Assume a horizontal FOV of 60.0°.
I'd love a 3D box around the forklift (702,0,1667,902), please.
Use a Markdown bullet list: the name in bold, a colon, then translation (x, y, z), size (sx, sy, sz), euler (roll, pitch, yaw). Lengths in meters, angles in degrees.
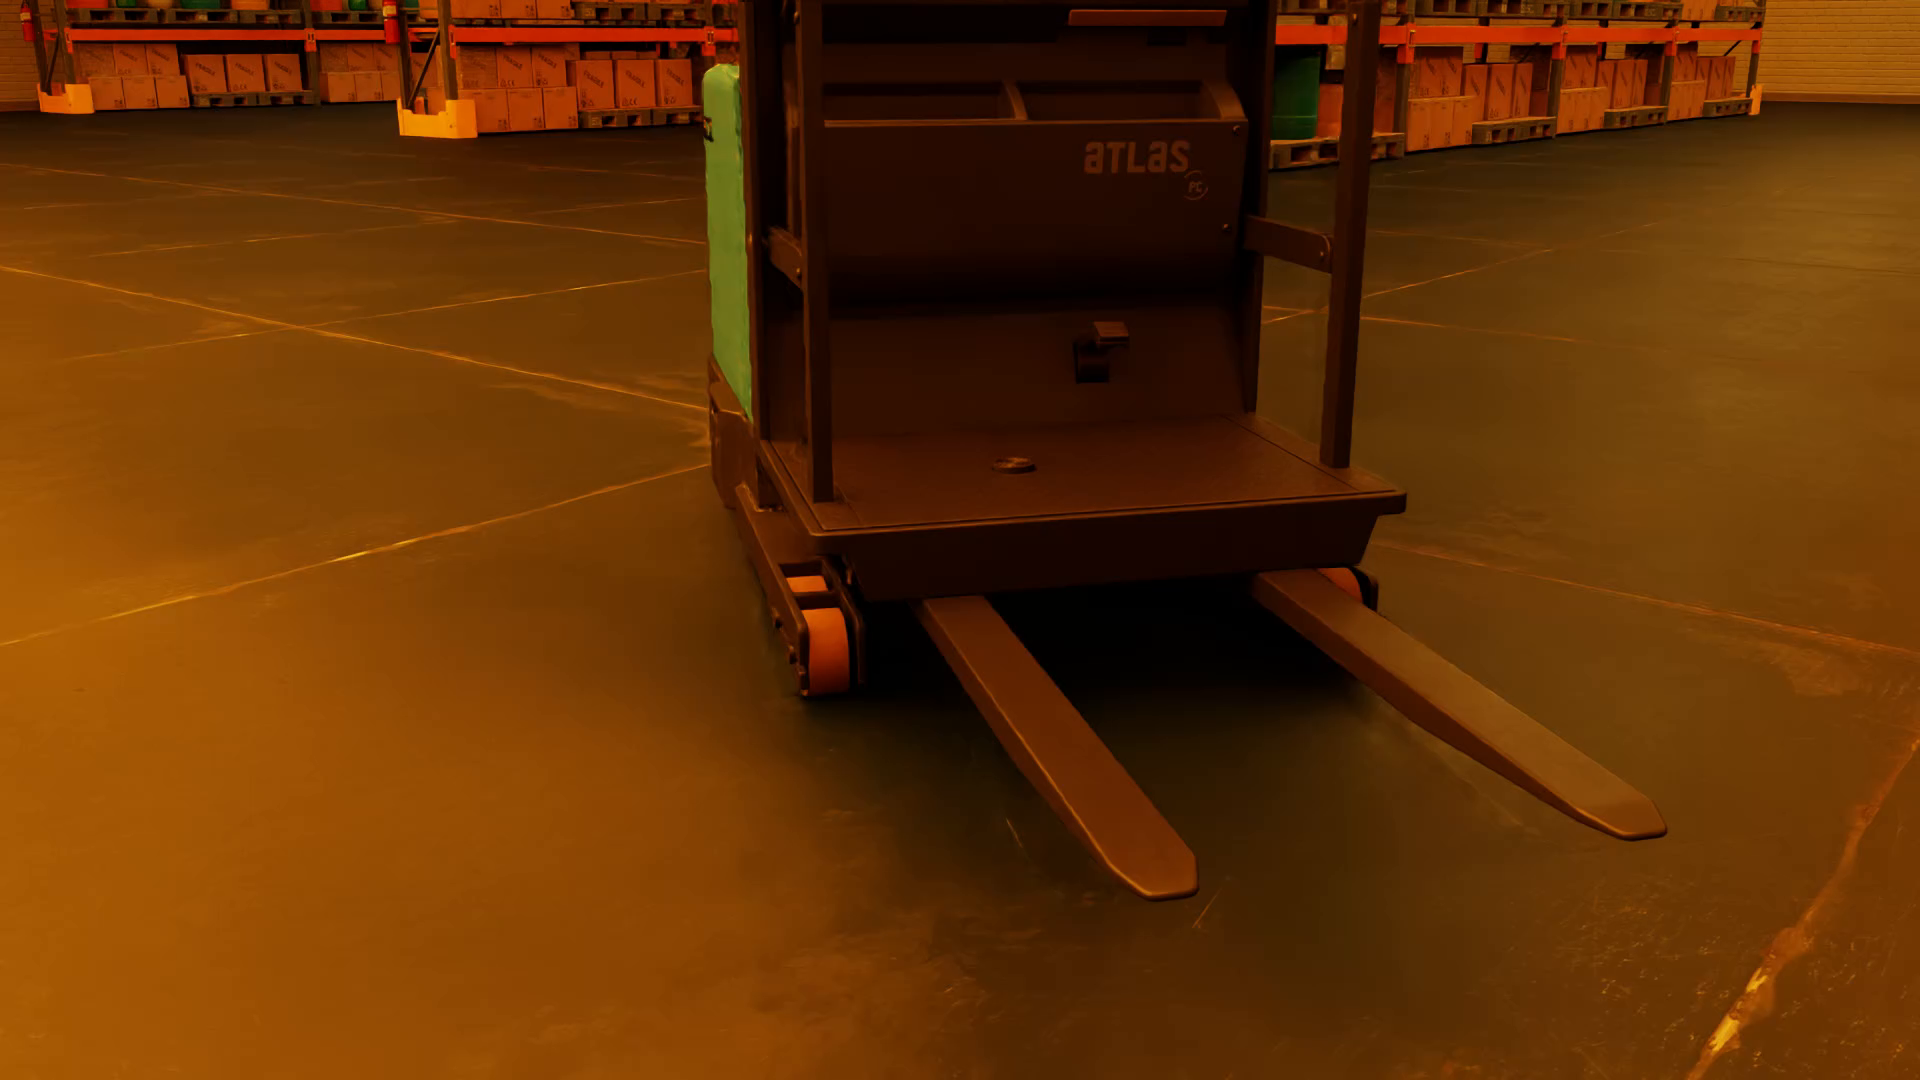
- **forklift**: translation (0.168, -1.239, 2.979), size (1.130, 2.935, 3.031), euler (-4, 17, -13)
